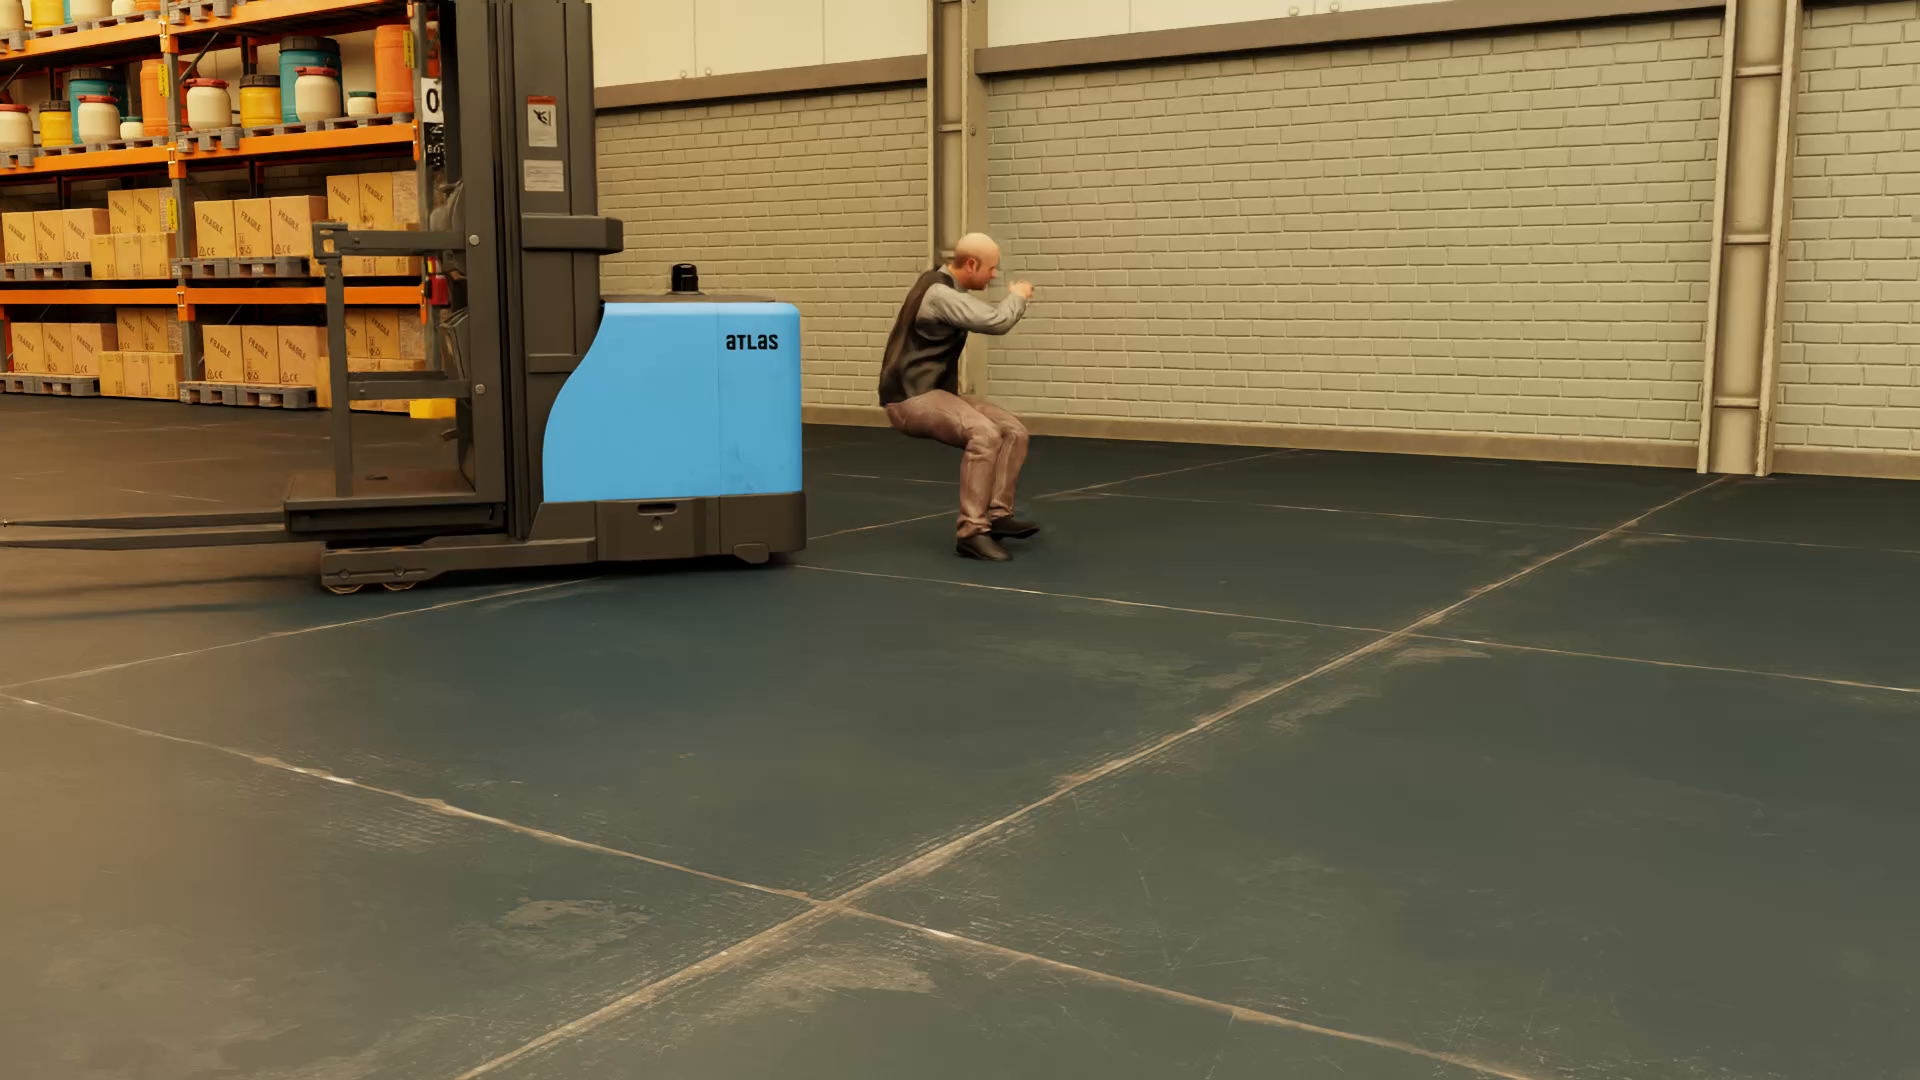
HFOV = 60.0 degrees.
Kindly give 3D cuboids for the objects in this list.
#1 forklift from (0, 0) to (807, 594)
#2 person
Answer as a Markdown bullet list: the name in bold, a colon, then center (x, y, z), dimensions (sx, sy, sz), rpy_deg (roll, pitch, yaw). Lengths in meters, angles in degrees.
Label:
- **forklift**: center (-2.205, -1.333, 6.567), dimensions (3.031, 2.935, 1.130), rpy_deg (-3, 9, -20)
- **person**: center (0.019, -0.683, 7.577), dimensions (0.733, 1.401, 1.376), rpy_deg (1, 8, 7)
